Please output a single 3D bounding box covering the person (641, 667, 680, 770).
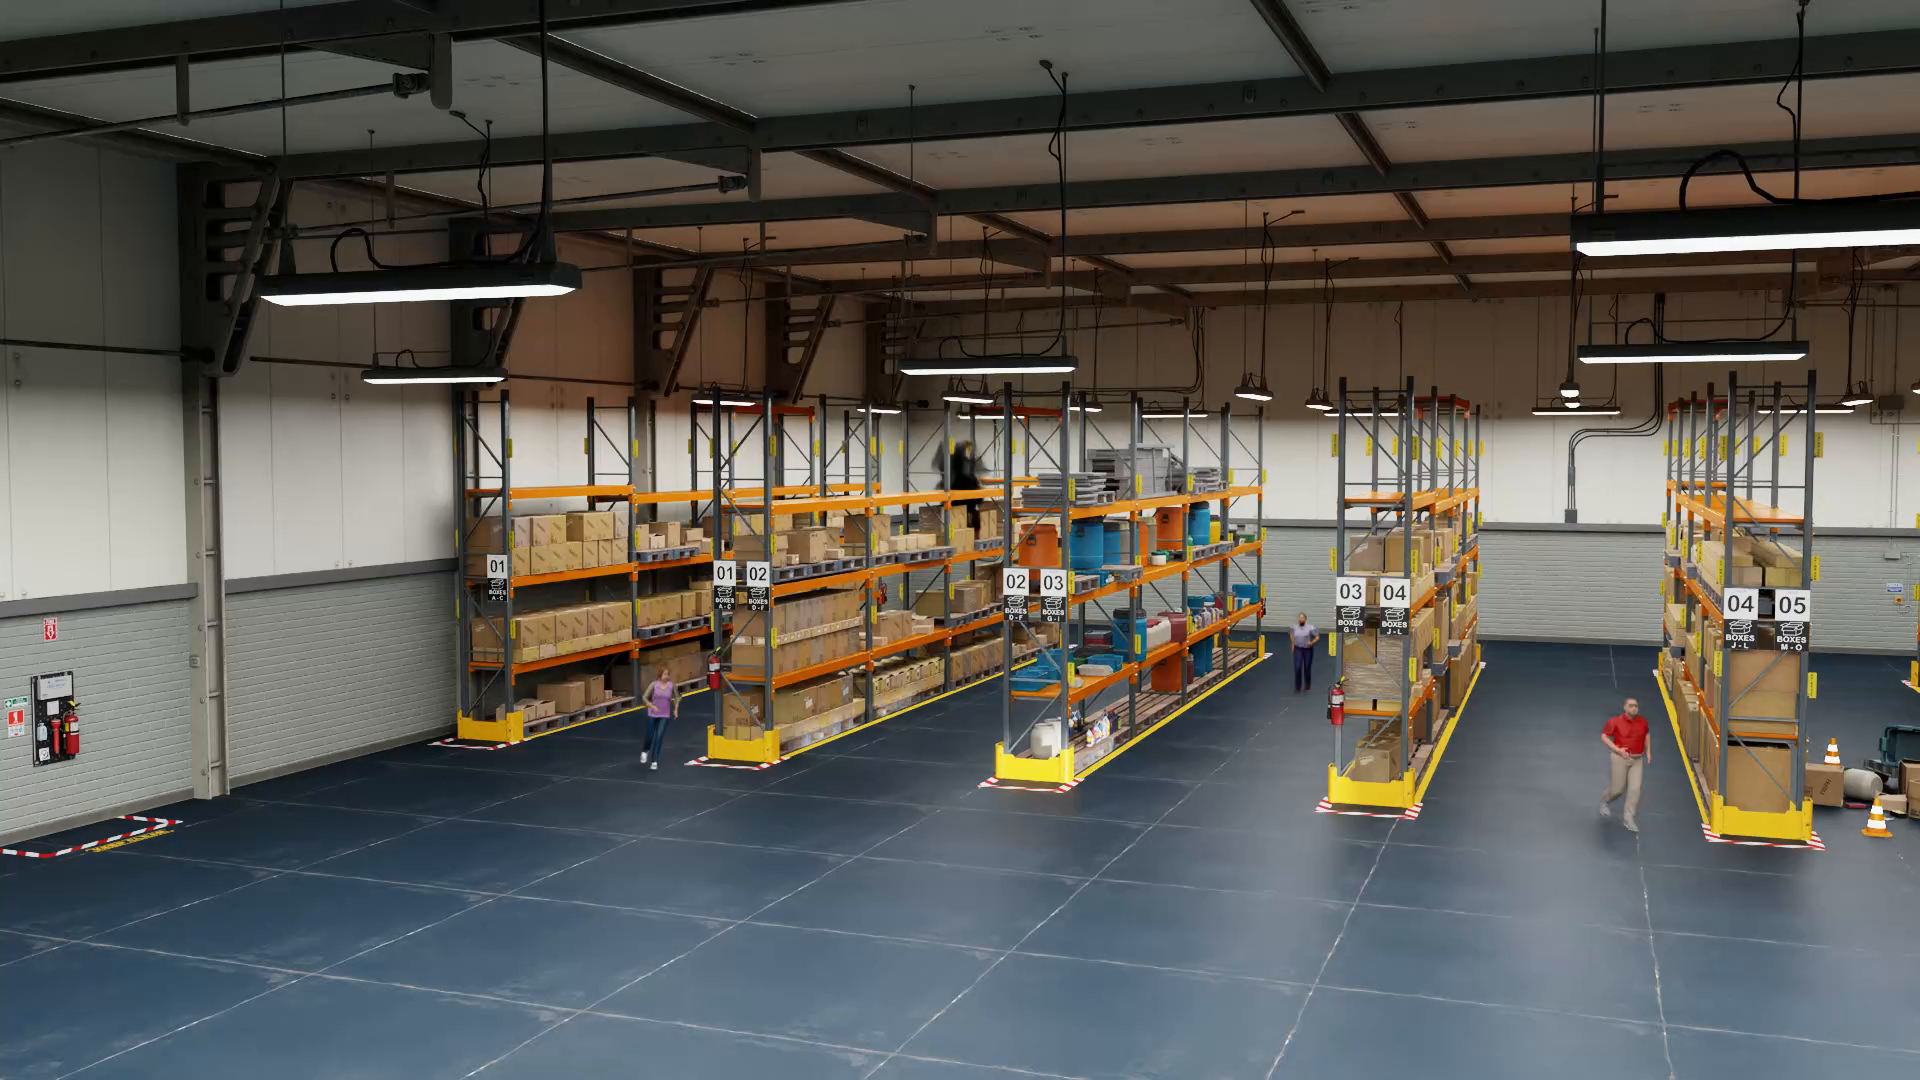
[{"bbox_3d":[-4.682,2.764,26.004,0.594,1.554,0.797,-1,3,-15],"label":"person"}]

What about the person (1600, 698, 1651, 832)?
[{"bbox_3d":[8.854,2.946,22.098,0.689,1.725,0.801,0,3,-2],"label":"person"}]

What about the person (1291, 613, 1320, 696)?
[{"bbox_3d":[7.039,2.315,33.941,0.601,1.686,0.815,1,3,19],"label":"person"}]
